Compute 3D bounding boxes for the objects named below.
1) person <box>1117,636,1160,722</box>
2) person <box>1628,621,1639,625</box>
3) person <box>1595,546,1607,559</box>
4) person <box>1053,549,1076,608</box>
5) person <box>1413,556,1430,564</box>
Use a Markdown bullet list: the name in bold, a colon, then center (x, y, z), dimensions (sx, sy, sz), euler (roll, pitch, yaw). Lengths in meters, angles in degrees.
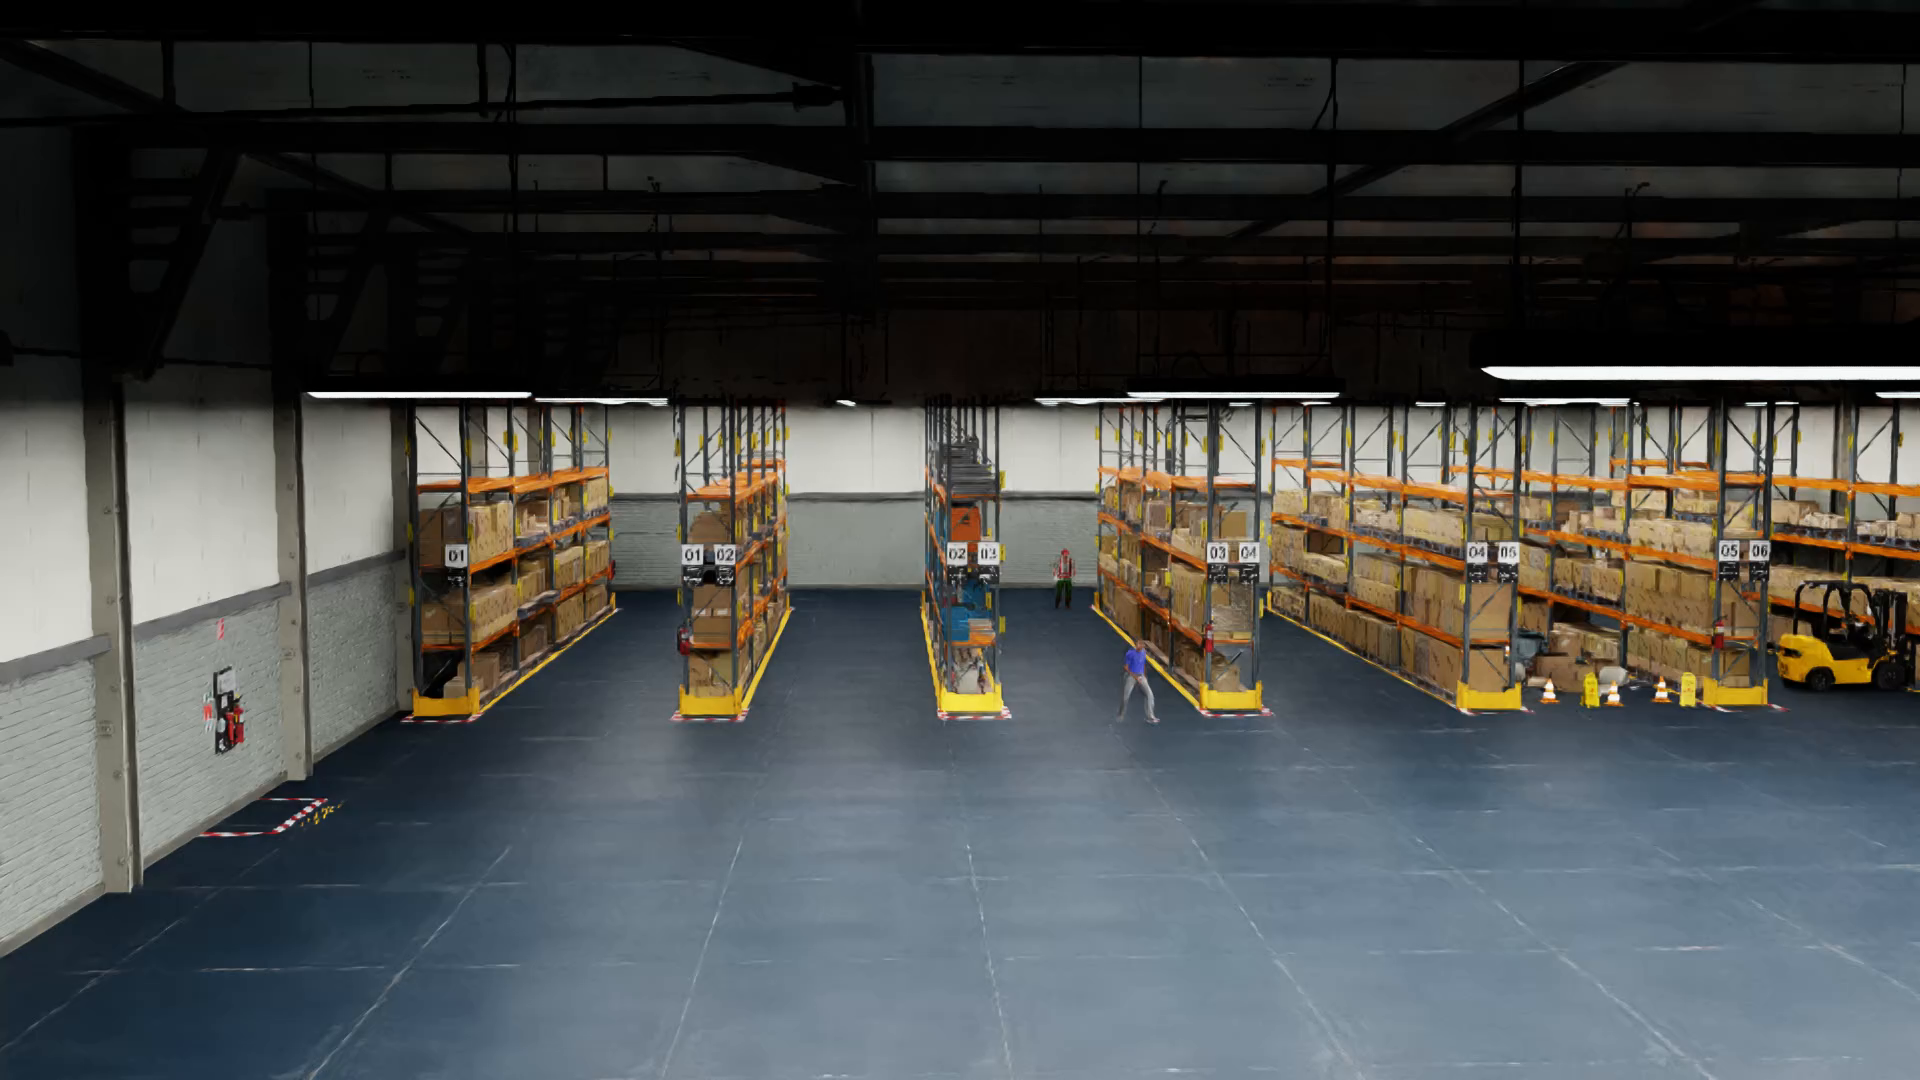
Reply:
- **person**: center (3.217, 2.525, 30.325), dimensions (0.622, 1.596, 0.782), euler (-2, 5, -23)
- **person**: center (17.759, 1.457, 43.770), dimensions (0.540, 1.587, 0.527), euler (1, 5, 17)
- **person**: center (19.268, 0.891, 49.765), dimensions (0.374, 1.783, 0.626), euler (-3, 6, -36)
- **person**: center (2.989, 1.105, 47.565), dimensions (0.677, 1.742, 0.552), euler (0, 5, -3)
- **person**: center (14.173, 0.866, 50.962), dimensions (0.474, 1.651, 0.609), euler (-3, 5, -34)
